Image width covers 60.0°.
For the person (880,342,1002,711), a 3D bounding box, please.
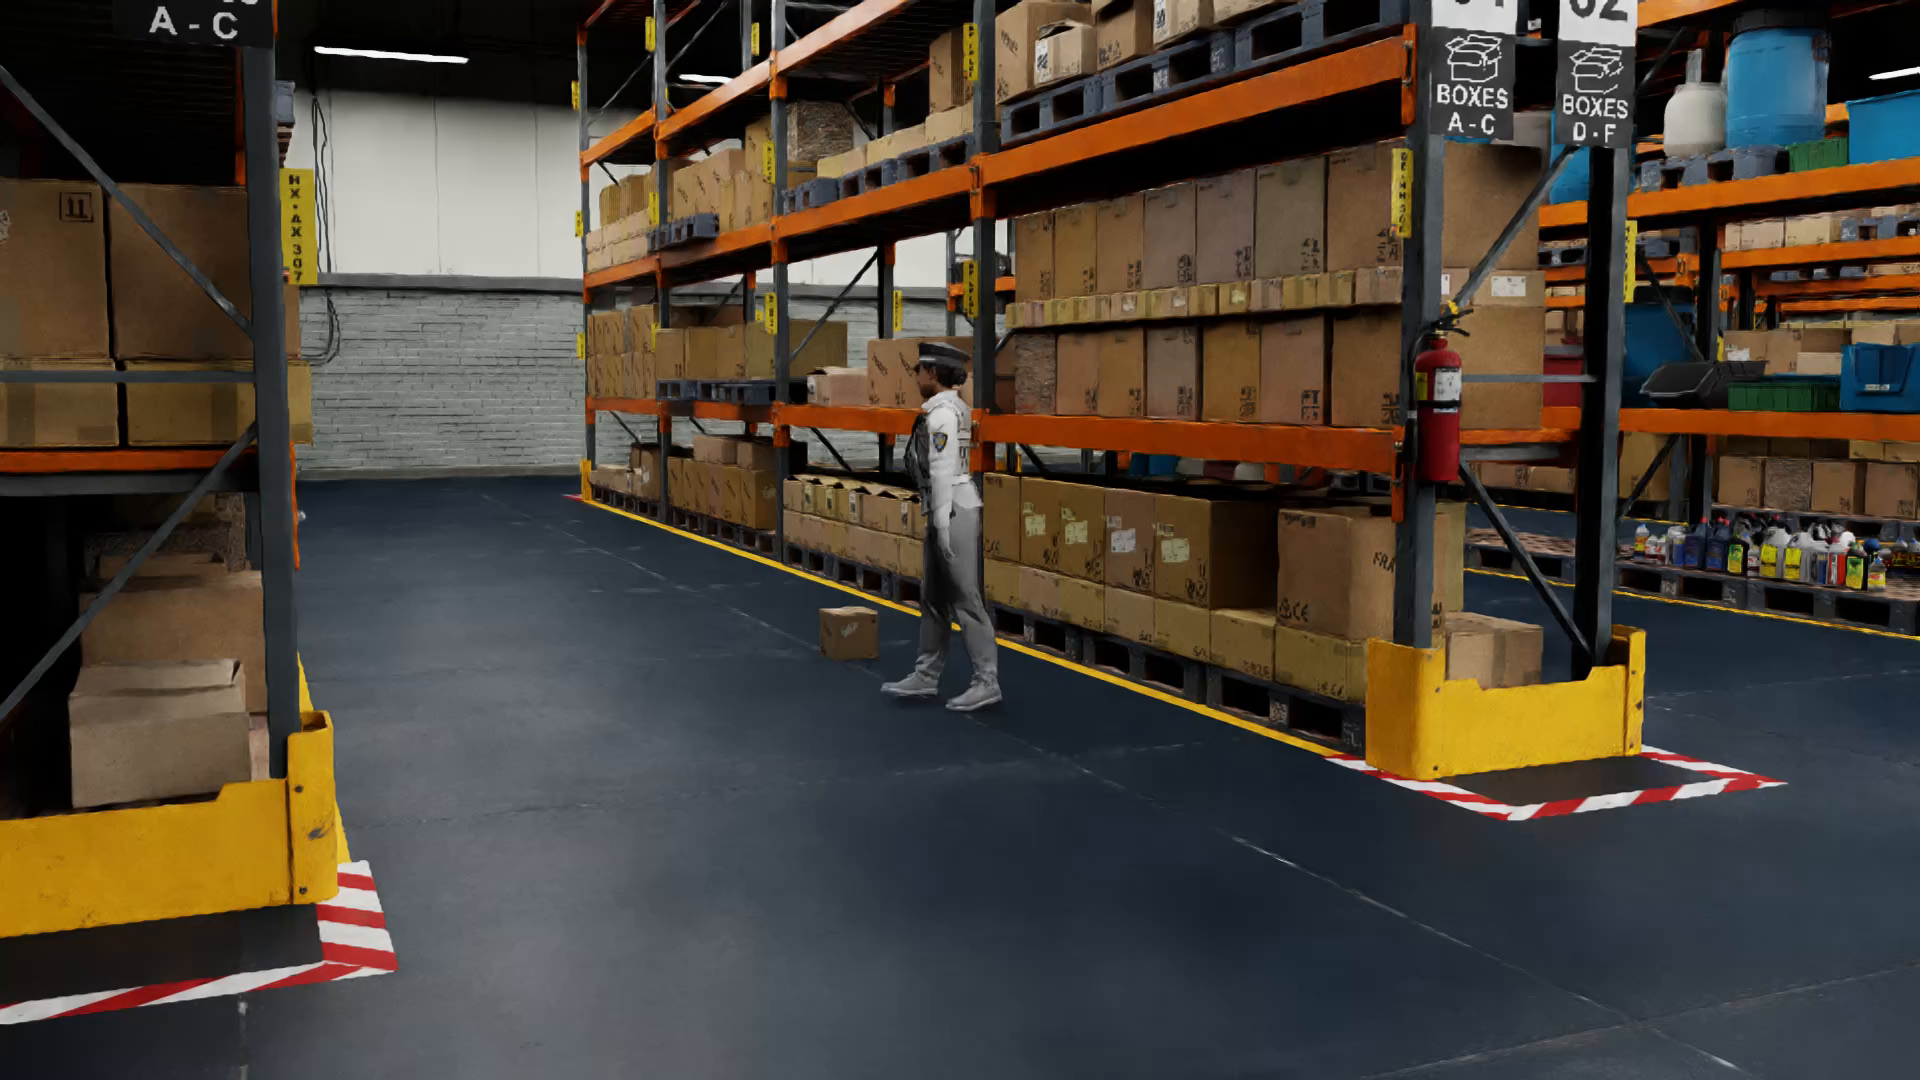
[{"bbox_3d":[-0.088,-0.079,7.701,0.566,1.667,0.582,0,6,2],"label":"person"}]
